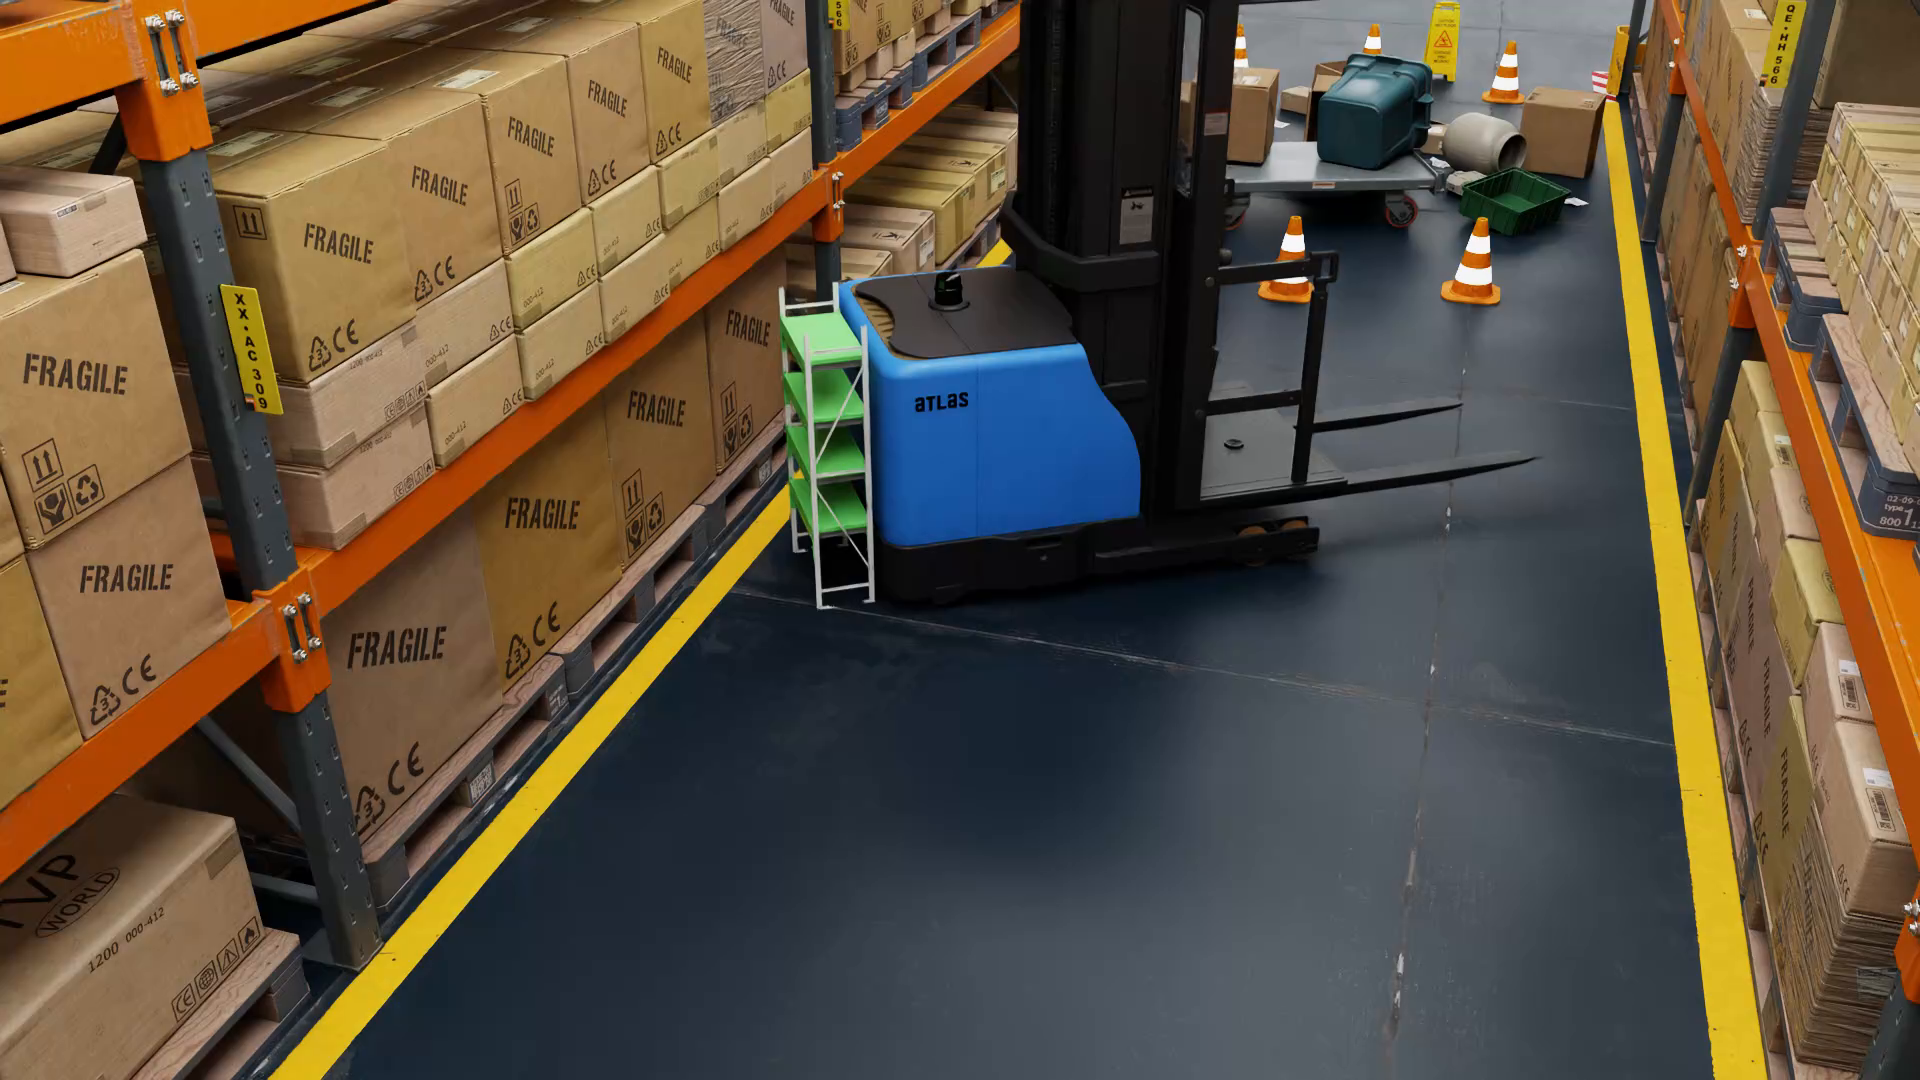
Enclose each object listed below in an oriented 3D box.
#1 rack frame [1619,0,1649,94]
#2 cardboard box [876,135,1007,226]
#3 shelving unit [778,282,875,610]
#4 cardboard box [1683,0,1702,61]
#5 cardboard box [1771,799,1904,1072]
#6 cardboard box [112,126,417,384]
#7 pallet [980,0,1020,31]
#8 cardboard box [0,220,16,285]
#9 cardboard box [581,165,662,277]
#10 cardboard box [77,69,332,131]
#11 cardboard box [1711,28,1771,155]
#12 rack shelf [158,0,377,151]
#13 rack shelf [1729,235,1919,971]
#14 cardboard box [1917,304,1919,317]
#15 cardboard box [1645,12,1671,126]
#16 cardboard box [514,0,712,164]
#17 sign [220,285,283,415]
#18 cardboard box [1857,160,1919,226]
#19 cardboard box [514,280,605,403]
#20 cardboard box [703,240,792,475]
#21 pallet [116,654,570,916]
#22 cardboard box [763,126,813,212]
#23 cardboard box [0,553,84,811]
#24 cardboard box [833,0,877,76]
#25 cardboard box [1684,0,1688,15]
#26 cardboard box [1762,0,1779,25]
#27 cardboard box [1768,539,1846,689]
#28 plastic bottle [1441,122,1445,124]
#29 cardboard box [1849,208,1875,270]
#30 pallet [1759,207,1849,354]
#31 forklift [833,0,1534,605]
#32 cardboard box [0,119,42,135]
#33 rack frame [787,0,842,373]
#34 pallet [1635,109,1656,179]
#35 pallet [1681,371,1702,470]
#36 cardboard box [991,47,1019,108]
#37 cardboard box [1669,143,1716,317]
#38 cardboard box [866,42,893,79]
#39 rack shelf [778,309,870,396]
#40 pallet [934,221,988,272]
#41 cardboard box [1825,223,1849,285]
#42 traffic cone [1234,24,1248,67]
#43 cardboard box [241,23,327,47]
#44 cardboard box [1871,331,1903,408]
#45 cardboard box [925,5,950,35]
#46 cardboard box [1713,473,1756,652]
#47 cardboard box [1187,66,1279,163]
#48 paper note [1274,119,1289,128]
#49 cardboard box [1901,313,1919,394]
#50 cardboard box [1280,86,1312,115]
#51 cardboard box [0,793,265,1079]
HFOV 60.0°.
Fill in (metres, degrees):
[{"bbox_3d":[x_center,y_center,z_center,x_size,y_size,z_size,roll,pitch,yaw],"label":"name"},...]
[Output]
[{"bbox_3d":[6.044,-5.039,13.223,1.000,3.000,0.127,8,30,15],"label":"rack frame"},{"bbox_3d":[-0.251,-2.296,10.564,0.950,0.372,0.625,10,31,18],"label":"cardboard box"},{"bbox_3d":[-0.533,-0.373,6.686,0.258,1.200,0.503,-8,30,-14],"label":"shelving unit"},{"bbox_3d":[4.459,-3.018,9.487,0.500,0.500,0.500,9,30,15],"label":"cardboard box"},{"bbox_3d":[2.499,1.066,4.387,0.500,0.500,0.500,8,30,14],"label":"cardboard box"},{"bbox_3d":[-1.836,-0.766,4.410,0.500,0.500,0.500,9,30,15],"label":"cardboard box"},{"bbox_3d":[-0.255,-3.422,10.513,1.003,0.211,1.213,8,30,15],"label":"pallet"},{"bbox_3d":[-2.207,-0.591,3.428,0.380,0.149,0.250,9,30,16],"label":"cardboard box"},{"bbox_3d":[-1.395,-1.152,5.875,0.500,0.250,0.500,8,30,13],"label":"cardboard box"},{"bbox_3d":[-2.204,-1.088,4.988,0.500,0.500,0.500,9,30,16],"label":"cardboard box"},{"bbox_3d":[3.866,-2.077,7.795,0.500,0.500,0.500,8,30,14],"label":"cardboard box"},{"bbox_3d":[-1.653,-2.048,5.500,1.077,0.370,4.000,8,30,15],"label":"rack shelf"},{"bbox_3d":[3.109,-0.078,5.044,1.077,0.370,4.000,8,30,15],"label":"rack shelf"},{"bbox_3d":[2.837,-0.616,4.487,0.380,0.149,0.250,7,30,13],"label":"cardboard box"},{"bbox_3d":[5.652,-3.561,12.319,0.875,0.875,0.875,8,30,14],"label":"cardboard box"},{"bbox_3d":[-1.262,-1.715,6.115,0.500,0.500,0.500,9,30,15],"label":"cardboard box"},{"bbox_3d":[-1.709,-0.457,4.013,0.100,0.325,0.005,8,30,15],"label":"sign"},{"bbox_3d":[3.144,-1.107,5.368,0.380,0.149,0.250,7,30,13],"label":"cardboard box"},{"bbox_3d":[-1.542,-0.700,5.577,0.500,0.250,0.500,8,30,14],"label":"cardboard box"},{"bbox_3d":[-1.348,-0.927,7.584,0.875,0.875,0.875,8,30,14],"label":"cardboard box"},{"bbox_3d":[-2.085,0.727,5.726,1.003,0.211,1.213,8,30,15],"label":"pallet"},{"bbox_3d":[-0.966,-1.643,7.273,0.500,0.250,0.500,7,30,13],"label":"cardboard box"},{"bbox_3d":[-2.277,0.326,3.475,0.500,0.500,0.500,8,30,14],"label":"cardboard box"},{"bbox_3d":[-0.712,-2.514,7.843,0.500,0.500,0.500,8,30,13],"label":"cardboard box"},{"bbox_3d":[4.967,-3.419,10.157,0.875,0.550,0.550,8,30,15],"label":"cardboard box"},{"bbox_3d":[4.283,-2.721,7.924,0.700,0.500,0.500,8,30,14],"label":"cardboard box"},{"bbox_3d":[2.804,0.252,5.080,0.500,0.250,0.500,7,30,13],"label":"cardboard box"},{"bbox_3d":[3.726,-3.169,12.883,0.133,0.061,0.283,-1,29,-3],"label":"plastic bottle"},{"bbox_3d":[3.136,-0.961,5.413,0.380,0.149,0.250,9,30,15],"label":"cardboard box"},{"bbox_3d":[3.589,-0.891,5.964,1.213,0.211,1.003,8,30,15],"label":"pallet"},{"bbox_3d":[1.028,-1.409,6.768,3.031,2.935,1.130,-8,30,-14],"label":"forklift"},{"bbox_3d":[-5.615,-2.121,9.988,0.875,0.625,0.625,9,30,16],"label":"cardboard box"},{"bbox_3d":[-1.065,-1.981,7.726,1.000,3.000,0.127,8,30,15],"label":"rack frame"},{"bbox_3d":[5.525,-2.873,12.197,1.003,0.211,1.213,8,30,15],"label":"pallet"},{"bbox_3d":[4.000,-0.459,7.857,1.003,0.211,1.213,8,30,15],"label":"pallet"},{"bbox_3d":[0.540,-3.385,11.875,0.500,0.500,0.500,10,31,17],"label":"cardboard box"},{"bbox_3d":[4.487,-1.632,8.980,1.050,0.750,0.750,8,30,15],"label":"cardboard box"},{"bbox_3d":[-0.553,-2.426,8.353,0.380,0.149,0.250,7,30,12],"label":"cardboard box"},{"bbox_3d":[-0.533,-0.736,6.483,0.258,0.148,0.480,-8,30,-14],"label":"rack shelf"},{"bbox_3d":[-0.475,-1.691,10.072,1.003,0.211,1.213,8,30,15],"label":"pallet"},{"bbox_3d":[3.214,-0.966,5.728,0.380,0.149,0.250,10,31,17],"label":"cardboard box"},{"bbox_3d":[2.390,-4.206,14.335,0.336,0.463,0.334,8,30,15],"label":"traffic cone"},{"bbox_3d":[-4.780,-3.448,12.374,0.875,0.625,0.625,10,31,17],"label":"cardboard box"},{"bbox_3d":[2.907,-0.479,4.852,0.380,0.149,0.250,8,30,13],"label":"cardboard box"},{"bbox_3d":[-0.272,-2.923,9.246,0.380,0.149,0.250,9,30,16],"label":"cardboard box"},{"bbox_3d":[3.100,0.114,6.100,0.500,0.500,0.500,9,30,15],"label":"cardboard box"},{"bbox_3d":[1.819,-2.838,11.059,0.500,0.500,0.500,8,30,15],"label":"cardboard box"},{"bbox_3d":[2.515,-3.300,13.162,0.148,0.019,0.142,20,35,32],"label":"paper note"},{"bbox_3d":[2.834,-0.493,4.571,0.380,0.149,0.250,9,30,15],"label":"cardboard box"},{"bbox_3d":[2.829,-3.556,13.489,0.250,0.149,0.380,-24,37,-37],"label":"cardboard box"},{"bbox_3d":[-2.526,1.090,4.408,0.875,0.438,0.875,8,30,14],"label":"cardboard box"}]
